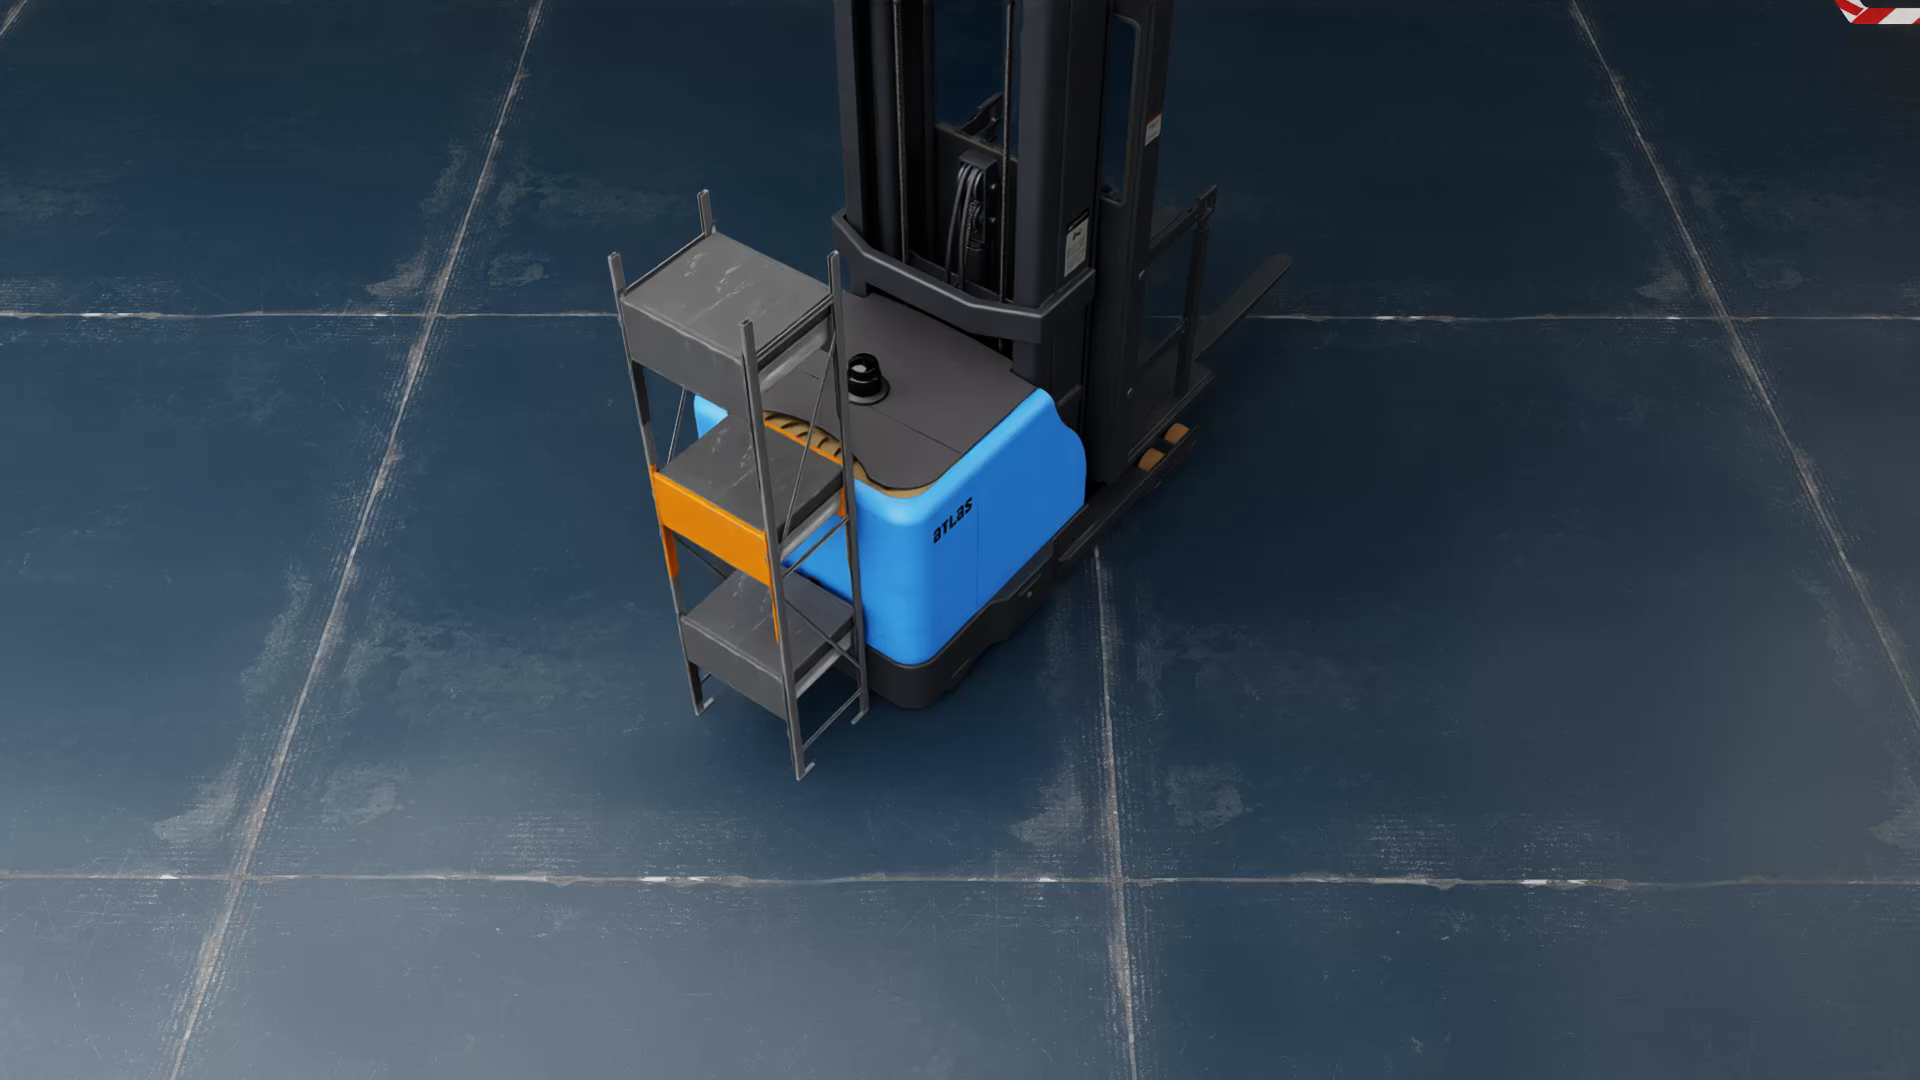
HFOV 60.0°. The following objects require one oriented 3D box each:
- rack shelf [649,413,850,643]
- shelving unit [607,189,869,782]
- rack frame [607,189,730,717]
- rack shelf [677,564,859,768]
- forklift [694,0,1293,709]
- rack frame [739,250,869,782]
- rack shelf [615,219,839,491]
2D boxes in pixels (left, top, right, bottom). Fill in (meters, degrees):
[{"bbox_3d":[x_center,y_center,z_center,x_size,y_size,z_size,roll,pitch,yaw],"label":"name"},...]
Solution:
[{"bbox_3d":[-0.657,-0.068,5.398,0.480,0.518,0.431,28,53,24],"label":"rack shelf"},{"bbox_3d":[-0.657,-0.078,5.388,0.503,2.100,0.431,28,53,24],"label":"shelving unit"},{"bbox_3d":[-0.853,-0.184,5.487,0.015,2.100,0.400,28,53,24],"label":"rack frame"},{"bbox_3d":[-0.657,0.408,5.910,0.480,0.518,0.431,28,53,24],"label":"rack shelf"},{"bbox_3d":[0.350,-1.414,6.064,1.130,2.935,3.031,29,53,24],"label":"forklift"},{"bbox_3d":[-0.461,0.028,5.289,0.015,2.100,0.400,28,53,24],"label":"rack frame"},{"bbox_3d":[-0.657,-0.545,4.885,0.480,0.518,0.431,28,53,24],"label":"rack shelf"}]
